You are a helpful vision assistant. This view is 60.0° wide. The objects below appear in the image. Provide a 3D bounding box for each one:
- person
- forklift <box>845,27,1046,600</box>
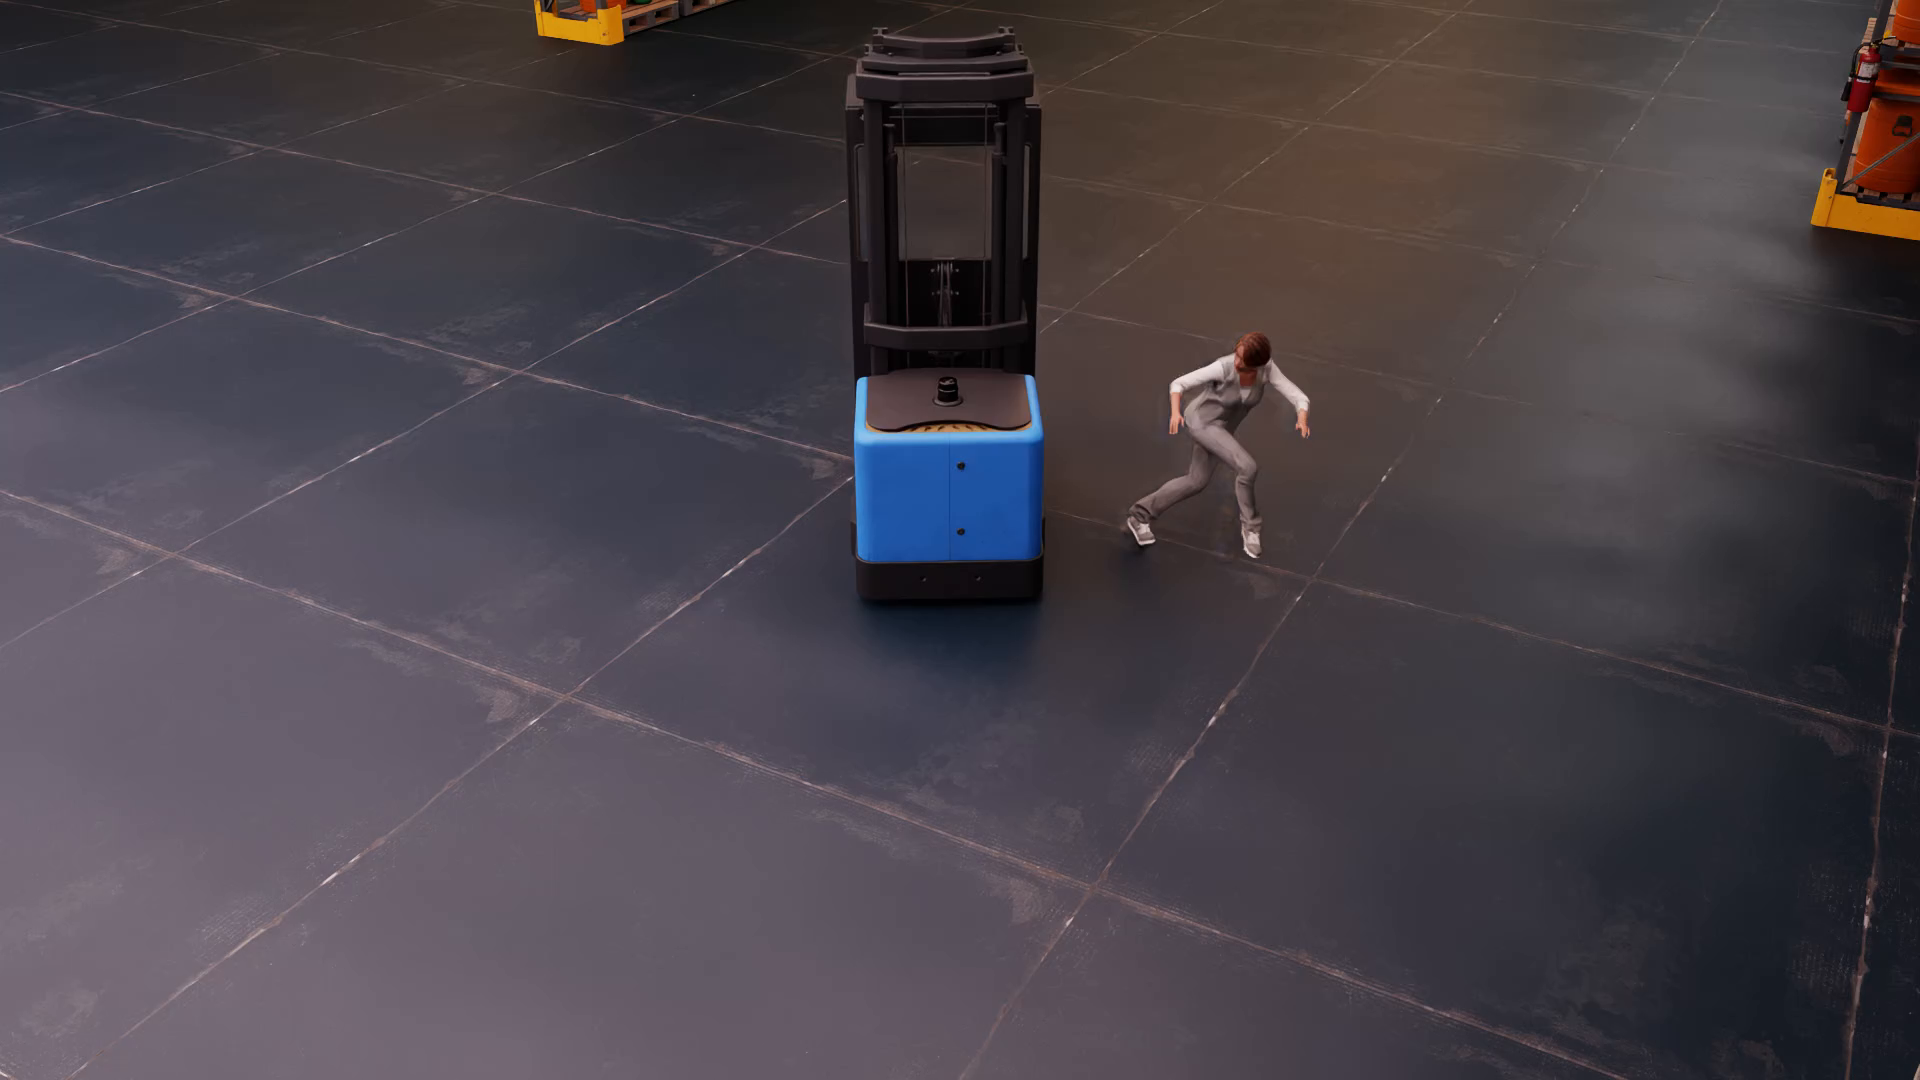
[{"bbox_3d":[1.521,-0.529,9.562,0.827,1.382,0.937,-22,36,-33],"label":"person"},{"bbox_3d":[-0.101,-1.635,9.904,1.130,2.935,3.031,-1,30,-2],"label":"forklift"}]
